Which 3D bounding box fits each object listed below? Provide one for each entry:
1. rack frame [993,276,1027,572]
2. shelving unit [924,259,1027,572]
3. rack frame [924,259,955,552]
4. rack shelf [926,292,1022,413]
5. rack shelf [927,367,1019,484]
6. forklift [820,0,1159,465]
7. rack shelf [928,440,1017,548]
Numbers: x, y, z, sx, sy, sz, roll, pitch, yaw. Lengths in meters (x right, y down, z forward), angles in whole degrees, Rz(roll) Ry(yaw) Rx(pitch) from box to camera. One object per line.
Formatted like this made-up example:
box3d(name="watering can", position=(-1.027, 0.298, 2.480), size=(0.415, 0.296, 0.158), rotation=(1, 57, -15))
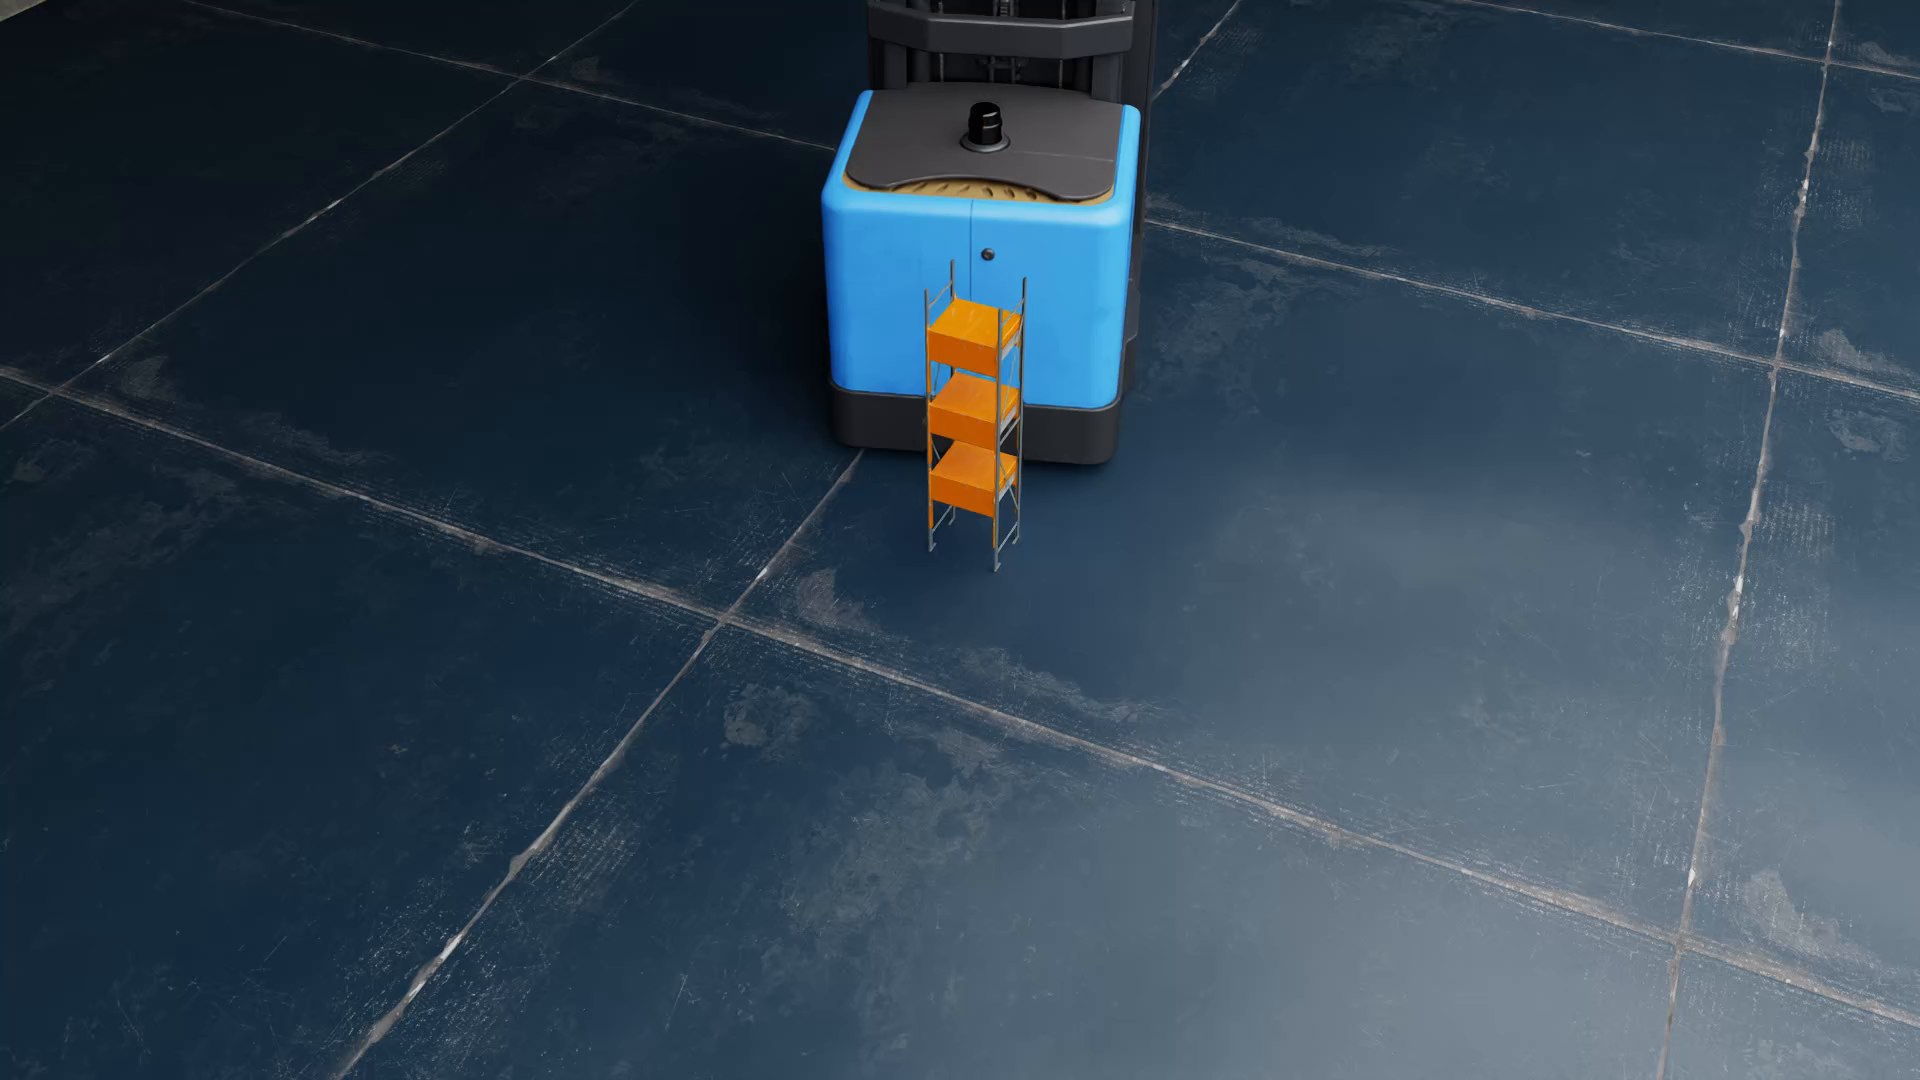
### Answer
box3d(name="rack frame", position=(0.159, -0.348, 5.350), size=(0.008, 1.050, 0.200), rotation=(17, 44, 19))
box3d(name="shelving unit", position=(0.048, -0.382, 5.389), size=(0.252, 1.050, 0.215), rotation=(17, 44, 19))
box3d(name="rack frame", position=(-0.062, -0.416, 5.428), size=(0.008, 1.050, 0.200), rotation=(17, 44, 19))
box3d(name="rack shelf", position=(0.048, -0.588, 5.210), size=(0.240, 0.259, 0.215), rotation=(17, 44, 19))
box3d(name="rack shelf", position=(0.048, -0.374, 5.396), size=(0.240, 0.259, 0.215), rotation=(17, 44, 19))
box3d(name="forklift", position=(0.226, -2.341, 6.213), size=(1.130, 2.935, 3.031), rotation=(5, 41, 6))
box3d(name="rack shelf", position=(0.048, -0.164, 5.578), size=(0.240, 0.259, 0.215), rotation=(17, 44, 19))
